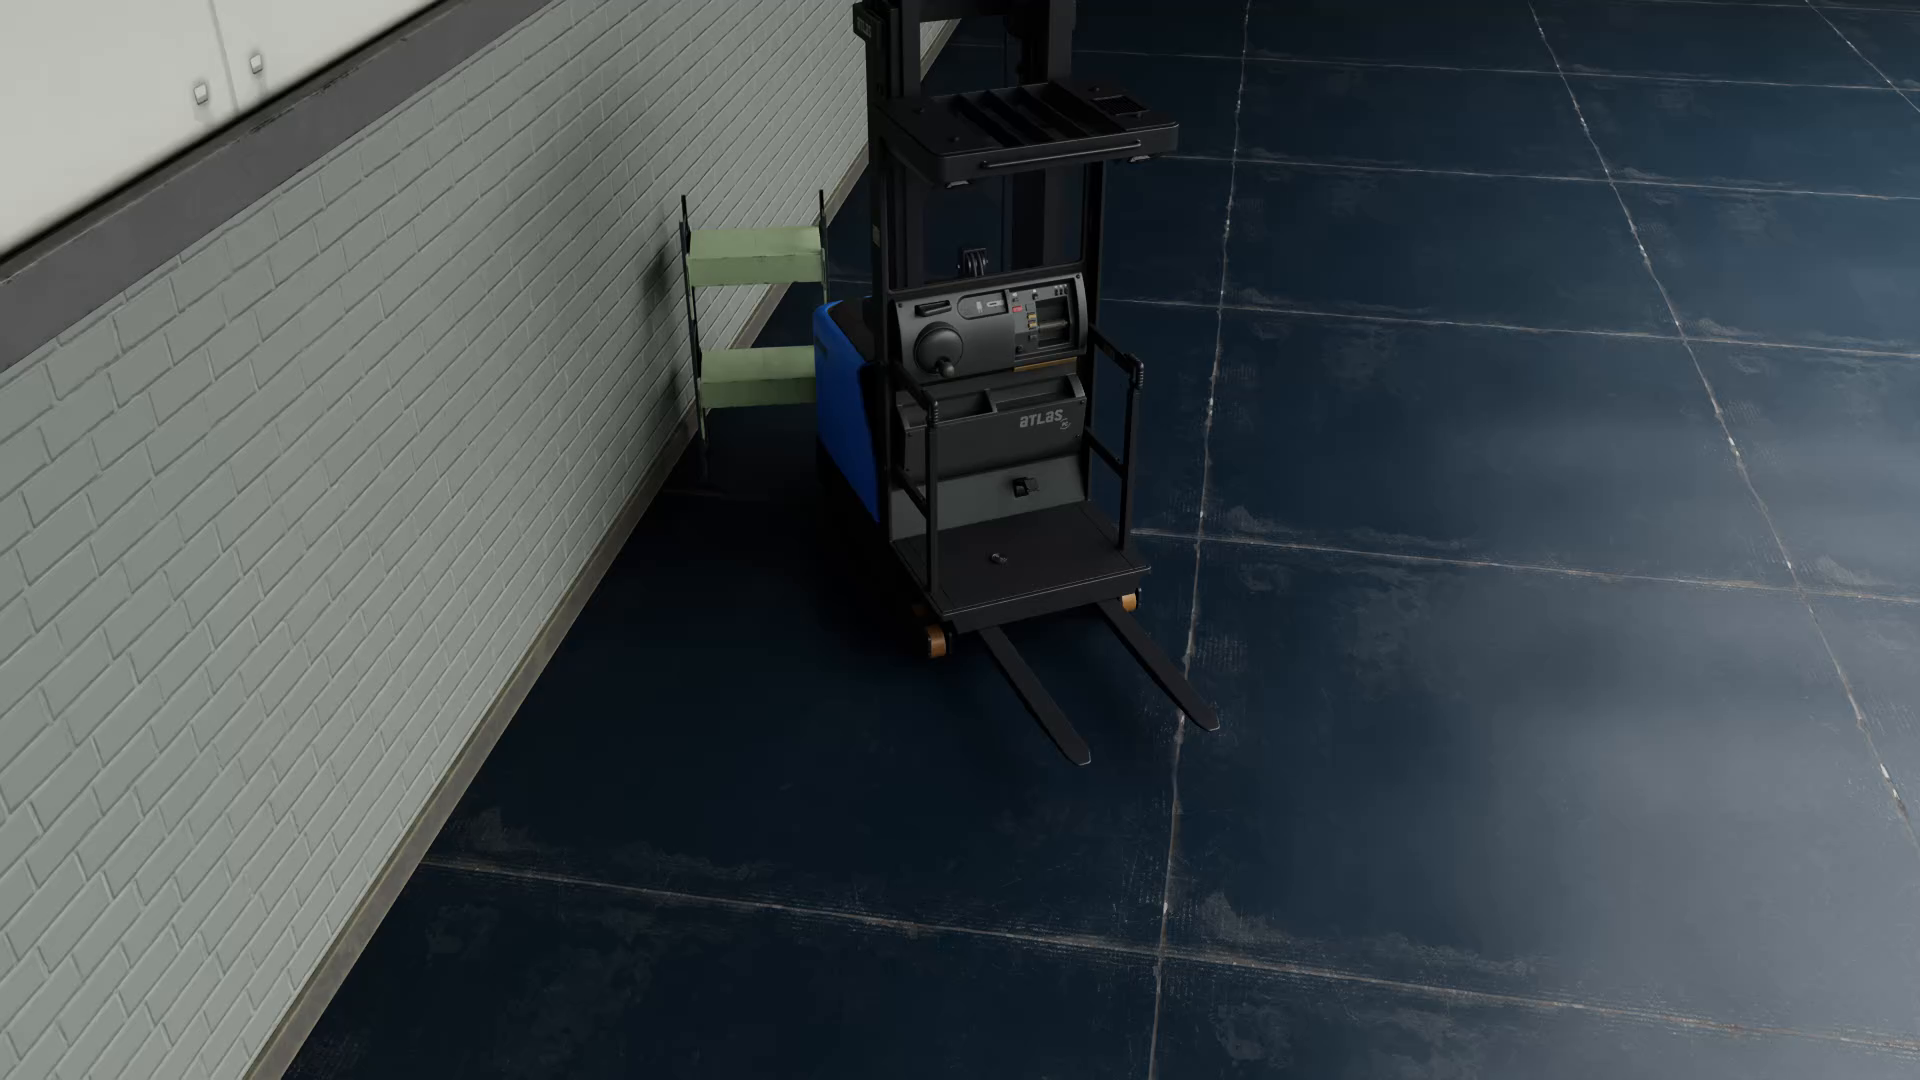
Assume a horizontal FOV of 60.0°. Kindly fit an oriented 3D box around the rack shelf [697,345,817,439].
[{"bbox_3d":[-1.089,-0.844,9.300,0.720,0.370,0.431,-3,32,-5],"label":"rack shelf"}]

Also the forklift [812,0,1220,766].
[{"bbox_3d":[0.232,-0.936,7.482,1.130,2.935,3.031,-12,34,-18],"label":"forklift"}]

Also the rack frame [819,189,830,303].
[{"bbox_3d":[-0.725,-1.142,9.161,0.023,1.500,0.400,-3,32,-5],"label":"rack frame"}]

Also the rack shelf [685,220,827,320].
[{"bbox_3d":[-1.089,-1.451,8.920,0.720,0.370,0.431,-3,32,-5],"label":"rack shelf"}]

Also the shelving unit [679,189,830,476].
[{"bbox_3d":[-1.089,-1.121,9.127,0.755,1.500,0.431,-3,32,-5],"label":"shelving unit"}]

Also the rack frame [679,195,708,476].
[{"bbox_3d":[-1.452,-1.099,9.093,0.023,1.500,0.400,-3,32,-5],"label":"rack frame"}]
